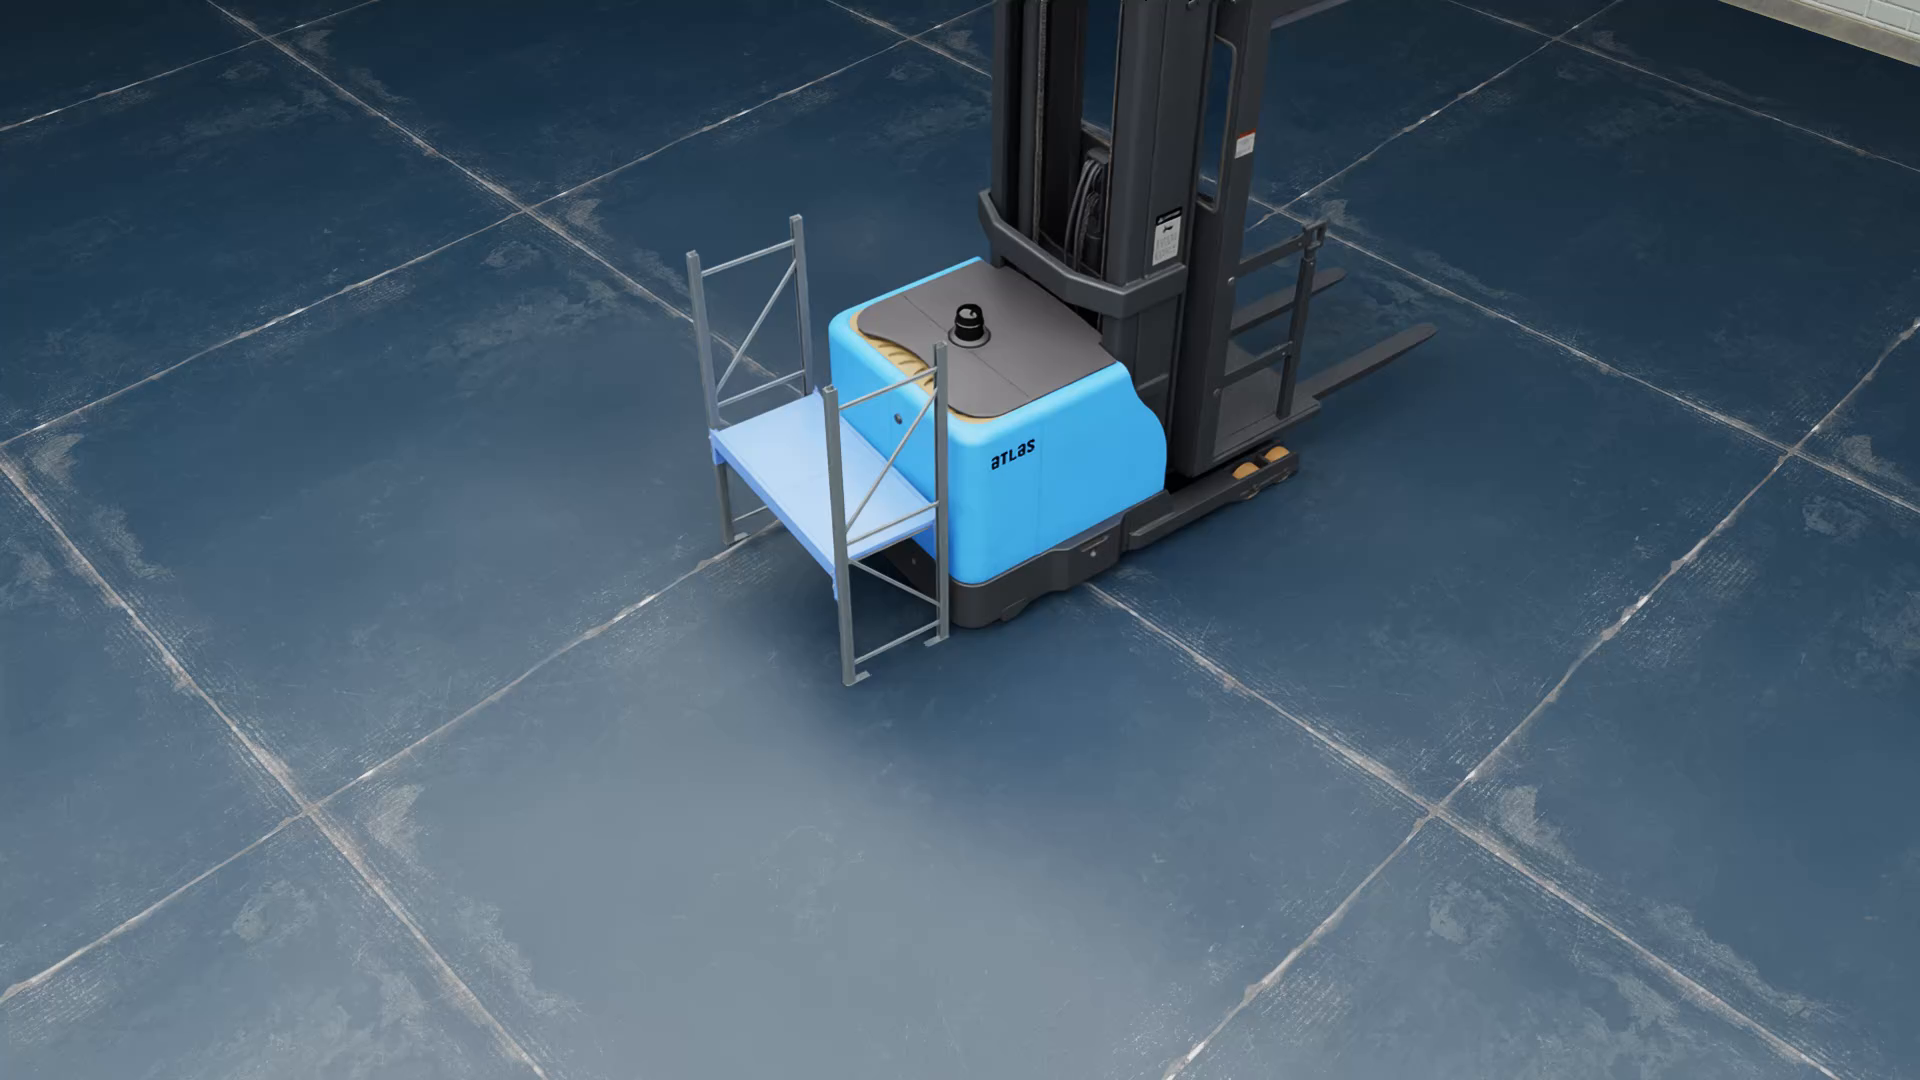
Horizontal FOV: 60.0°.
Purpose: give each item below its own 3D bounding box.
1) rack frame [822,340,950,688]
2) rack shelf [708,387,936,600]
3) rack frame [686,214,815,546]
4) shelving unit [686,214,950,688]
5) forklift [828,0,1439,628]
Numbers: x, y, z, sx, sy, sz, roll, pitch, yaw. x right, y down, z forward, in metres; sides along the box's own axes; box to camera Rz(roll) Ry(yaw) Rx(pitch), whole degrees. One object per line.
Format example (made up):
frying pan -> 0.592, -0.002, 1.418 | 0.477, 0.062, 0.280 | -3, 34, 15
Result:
rack frame -> -0.259, -0.058, 6.325 | 0.500, 1.500, 0.032 | -25, 48, -24
rack shelf -> -0.546, -0.211, 6.756 | 0.538, 0.185, 1.000 | -25, 48, -24
rack frame -> -0.832, -0.628, 6.942 | 0.500, 1.500, 0.032 | -25, 48, -24
shelving unit -> -0.546, -0.343, 6.634 | 0.538, 1.500, 1.048 | -25, 48, -24
forklift -> 0.936, -1.527, 6.860 | 3.031, 2.935, 1.130 | -27, 49, -26
